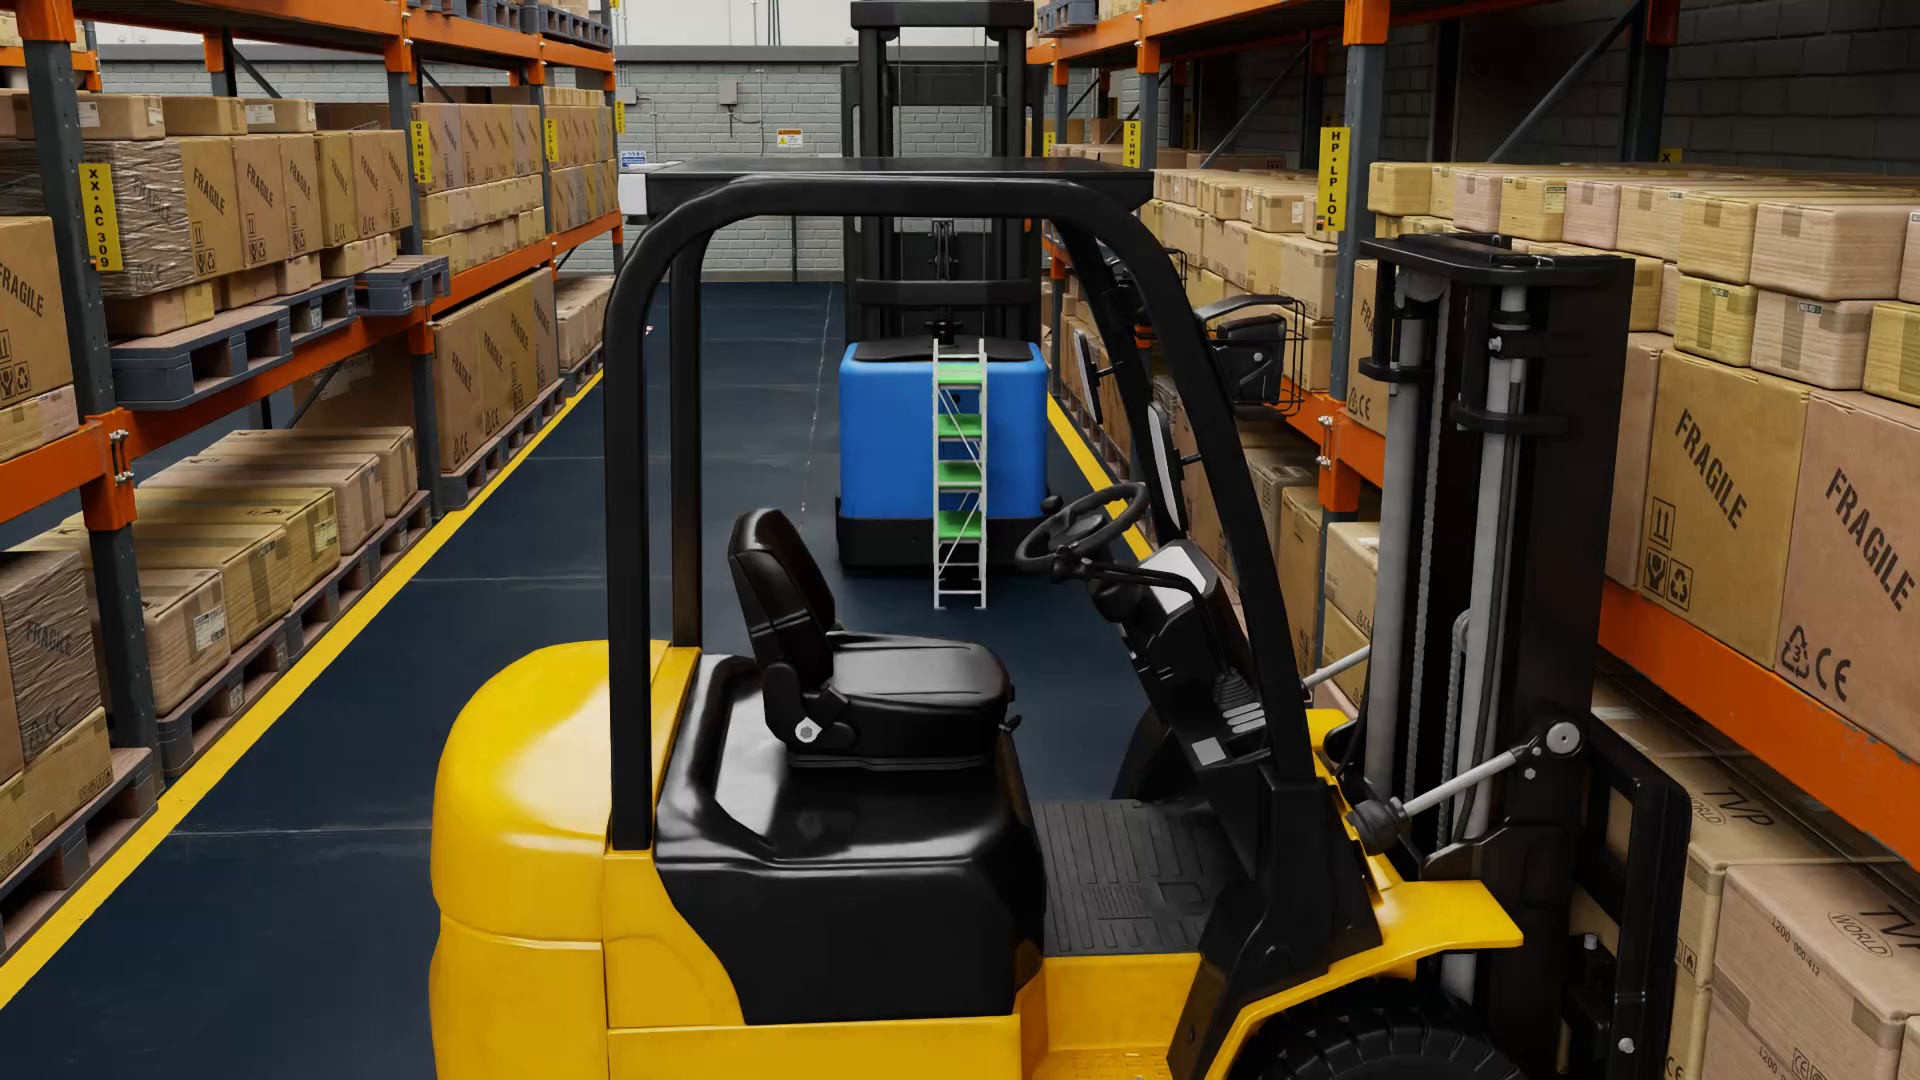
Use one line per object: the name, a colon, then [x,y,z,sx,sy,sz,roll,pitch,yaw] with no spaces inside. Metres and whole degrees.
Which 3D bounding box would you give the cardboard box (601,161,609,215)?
cardboard box: [-3.643,-3.363,15.875,0.500,0.500,0.500,-1,14,-5]

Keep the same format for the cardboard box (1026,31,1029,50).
cardboard box: [0.786,-4.498,14.973,0.380,0.149,0.250,-1,14,-3]

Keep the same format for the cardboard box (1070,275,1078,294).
cardboard box: [1.065,-1.996,13.041,0.380,0.149,0.250,-1,14,-4]

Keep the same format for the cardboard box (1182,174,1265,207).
cardboard box: [1.310,-1.727,8.217,0.380,0.149,0.250,-1,14,-3]

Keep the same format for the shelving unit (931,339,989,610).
shelving unit: [-0.003,-0.319,7.857,0.258,1.200,0.503,0,14,-1]

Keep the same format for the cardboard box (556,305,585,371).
cardboard box: [-3.638,-1.681,13.838,0.875,0.438,0.875,-1,14,-4]

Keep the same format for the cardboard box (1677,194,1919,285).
cardboard box: [1.580,-0.562,3.091,0.380,0.149,0.250,-1,14,-2]

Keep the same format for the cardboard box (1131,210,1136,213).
cardboard box: [1.108,-2.031,10.359,0.500,0.250,0.500,-2,15,-6]

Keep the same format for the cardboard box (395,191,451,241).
cardboard box: [-3.243,-1.865,9.552,0.500,0.250,0.500,-1,14,-4]

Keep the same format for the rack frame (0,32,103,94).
rack frame: [-8.888,-3.454,16.429,1.000,3.000,0.127,-1,14,-3]

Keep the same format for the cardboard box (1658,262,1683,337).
cardboard box: [1.661,-0.480,3.370,0.380,0.149,0.250,-1,14,-4]

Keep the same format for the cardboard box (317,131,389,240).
cardboard box: [-3.109,-1.724,8.067,0.500,0.500,0.500,-1,14,-4]

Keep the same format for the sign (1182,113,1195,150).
sign: [1.802,-3.208,13.151,0.100,0.325,0.005,-1,14,-3]

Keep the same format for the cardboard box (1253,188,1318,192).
cardboard box: [1.402,-1.347,6.741,0.380,0.149,0.250,-1,14,-5]

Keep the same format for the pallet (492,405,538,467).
pallet: [-3.504,-0.715,11.382,1.003,0.211,1.213,-1,14,-3]

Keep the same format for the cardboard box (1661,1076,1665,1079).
cardboard box: [1.604,1.114,3.351,0.500,0.250,0.500,-1,14,-3]

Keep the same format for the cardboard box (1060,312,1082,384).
cardboard box: [1.054,-1.507,13.037,0.500,0.500,0.500,0,14,-1]

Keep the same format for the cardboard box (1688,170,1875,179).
cardboard box: [2.147,-0.890,4.367,0.380,0.149,0.250,-1,14,-5]

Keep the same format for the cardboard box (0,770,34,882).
cardboard box: [-2.862,0.833,4.446,0.500,0.250,0.500,-1,14,-5]

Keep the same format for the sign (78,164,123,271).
sign: [-2.669,-1.000,5.157,0.100,0.325,0.005,-1,14,-3]

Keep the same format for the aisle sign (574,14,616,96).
aisle sign: [-3.649,-4.837,16.588,0.394,0.787,0.004,-1,14,-3]

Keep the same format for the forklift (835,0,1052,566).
forklift: [-0.097,-1.600,9.364,1.130,2.935,3.031,0,14,-1]

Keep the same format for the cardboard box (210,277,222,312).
cardboard box: [-3.030,-0.926,6.268,0.380,0.149,0.250,0,14,0]

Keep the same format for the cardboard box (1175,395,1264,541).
cardboard box: [1.569,-0.379,8.401,0.875,0.625,0.625,0,14,-2]

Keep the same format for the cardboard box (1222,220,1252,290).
cardboard box: [1.393,-1.191,6.933,0.500,0.250,0.500,-1,14,-2]

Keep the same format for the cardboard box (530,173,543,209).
cardboard box: [-3.436,-2.624,12.502,0.500,0.250,0.500,-1,14,-3]

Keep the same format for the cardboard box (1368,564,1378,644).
cardboard box: [1.482,0.248,4.711,0.500,0.250,0.500,-1,14,-3]

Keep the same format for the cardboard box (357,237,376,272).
cardboard box: [-3.046,-1.379,8.028,0.380,0.149,0.250,-2,15,-6]

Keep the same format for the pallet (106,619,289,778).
pallet: [-3.260,0.586,6.325,1.003,0.211,1.213,-1,14,-3]

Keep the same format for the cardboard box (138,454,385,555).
cardboard box: [-3.379,-0.172,8.107,0.950,0.372,0.625,-1,14,-5]

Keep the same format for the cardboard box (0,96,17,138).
cardboard box: [-3.520,-1.563,6.140,0.380,0.149,0.250,-1,14,-5]

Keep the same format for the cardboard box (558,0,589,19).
cardboard box: [-3.836,-5.076,15.974,0.500,0.250,0.500,-2,15,-9]

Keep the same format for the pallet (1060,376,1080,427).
pallet: [1.336,-1.086,12.822,1.003,0.211,1.213,-1,14,-3]

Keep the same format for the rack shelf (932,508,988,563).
rack shelf: [-0.003,-0.024,7.933,0.258,0.148,0.480,0,14,-1]

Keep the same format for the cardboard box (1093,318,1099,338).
cardboard box: [1.148,-1.528,11.816,0.380,0.149,0.250,0,14,-1]

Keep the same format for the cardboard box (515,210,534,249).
cardboard box: [-3.396,-2.253,12.065,0.500,0.250,0.500,-1,14,-4]

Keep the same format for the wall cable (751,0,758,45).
wall cable: [-3.836,-7.882,21.600,2.355,3.000,0.029,-1,14,-3]

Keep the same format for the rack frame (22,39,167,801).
rack frame: [-3.210,-0.571,5.225,1.000,3.000,0.127,-1,14,-3]

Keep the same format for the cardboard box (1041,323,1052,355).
cardboard box: [0.898,-1.740,14.413,0.396,0.266,0.258,0,14,-1]

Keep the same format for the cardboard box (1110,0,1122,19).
cardboard box: [1.190,-3.272,10.005,0.500,0.250,0.500,-1,14,-3]

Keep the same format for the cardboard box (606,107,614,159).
cardboard box: [-3.686,-3.972,16.235,0.500,0.500,0.500,0,14,-2]

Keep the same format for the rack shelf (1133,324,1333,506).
rack shelf: [1.620,-0.797,7.549,1.077,0.370,4.000,-1,14,-3]

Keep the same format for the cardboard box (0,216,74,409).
cardboard box: [-2.934,-0.657,4.761,0.500,0.500,0.500,-1,14,-5]

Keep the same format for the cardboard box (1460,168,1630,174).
cardboard box: [1.599,-0.944,4.577,0.380,0.149,0.250,-1,14,-4]

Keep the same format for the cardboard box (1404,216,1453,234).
cardboard box: [1.519,-0.863,4.859,0.380,0.149,0.250,-1,14,-2]

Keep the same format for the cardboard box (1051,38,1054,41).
cardboard box: [0.931,-4.054,13.246,0.380,0.149,0.250,-1,14,-4]

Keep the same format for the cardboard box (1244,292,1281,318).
cardboard box: [1.415,-0.822,6.502,0.500,0.250,0.500,-1,14,-4]

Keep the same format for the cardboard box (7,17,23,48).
cardboard box: [-8.539,-4.474,14.677,0.500,0.250,0.500,0,14,-1]

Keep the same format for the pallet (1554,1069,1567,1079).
pallet: [1.830,1.205,3.920,1.003,0.211,1.213,-1,14,-3]

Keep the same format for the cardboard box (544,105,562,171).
cardboard box: [-3.494,-3.215,13.295,0.500,0.500,0.500,-1,14,-3]

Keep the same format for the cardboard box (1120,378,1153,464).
cardboard box: [1.255,-0.738,10.048,0.500,0.500,0.500,0,14,-2]

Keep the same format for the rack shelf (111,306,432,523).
rack shelf: [-3.334,-0.720,7.248,1.077,0.370,4.000,-1,14,-3]

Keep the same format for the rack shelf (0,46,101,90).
rack shelf: [-8.764,-4.060,14.212,1.077,0.370,4.000,-1,14,-3]

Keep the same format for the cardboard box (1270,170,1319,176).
cardboard box: [1.846,-1.864,8.751,0.380,0.149,0.250,-1,14,-2]

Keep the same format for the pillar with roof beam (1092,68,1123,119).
pillar with roof beam: [-2.564,-7.156,18.780,9.100,9.000,0.400,-1,14,-3]

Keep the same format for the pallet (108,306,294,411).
pallet: [-3.112,-0.670,5.996,1.003,0.211,1.213,-1,14,-3]

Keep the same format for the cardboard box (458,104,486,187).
cardboard box: [-3.301,-2.477,10.425,0.500,0.500,0.500,0,14,-2]
